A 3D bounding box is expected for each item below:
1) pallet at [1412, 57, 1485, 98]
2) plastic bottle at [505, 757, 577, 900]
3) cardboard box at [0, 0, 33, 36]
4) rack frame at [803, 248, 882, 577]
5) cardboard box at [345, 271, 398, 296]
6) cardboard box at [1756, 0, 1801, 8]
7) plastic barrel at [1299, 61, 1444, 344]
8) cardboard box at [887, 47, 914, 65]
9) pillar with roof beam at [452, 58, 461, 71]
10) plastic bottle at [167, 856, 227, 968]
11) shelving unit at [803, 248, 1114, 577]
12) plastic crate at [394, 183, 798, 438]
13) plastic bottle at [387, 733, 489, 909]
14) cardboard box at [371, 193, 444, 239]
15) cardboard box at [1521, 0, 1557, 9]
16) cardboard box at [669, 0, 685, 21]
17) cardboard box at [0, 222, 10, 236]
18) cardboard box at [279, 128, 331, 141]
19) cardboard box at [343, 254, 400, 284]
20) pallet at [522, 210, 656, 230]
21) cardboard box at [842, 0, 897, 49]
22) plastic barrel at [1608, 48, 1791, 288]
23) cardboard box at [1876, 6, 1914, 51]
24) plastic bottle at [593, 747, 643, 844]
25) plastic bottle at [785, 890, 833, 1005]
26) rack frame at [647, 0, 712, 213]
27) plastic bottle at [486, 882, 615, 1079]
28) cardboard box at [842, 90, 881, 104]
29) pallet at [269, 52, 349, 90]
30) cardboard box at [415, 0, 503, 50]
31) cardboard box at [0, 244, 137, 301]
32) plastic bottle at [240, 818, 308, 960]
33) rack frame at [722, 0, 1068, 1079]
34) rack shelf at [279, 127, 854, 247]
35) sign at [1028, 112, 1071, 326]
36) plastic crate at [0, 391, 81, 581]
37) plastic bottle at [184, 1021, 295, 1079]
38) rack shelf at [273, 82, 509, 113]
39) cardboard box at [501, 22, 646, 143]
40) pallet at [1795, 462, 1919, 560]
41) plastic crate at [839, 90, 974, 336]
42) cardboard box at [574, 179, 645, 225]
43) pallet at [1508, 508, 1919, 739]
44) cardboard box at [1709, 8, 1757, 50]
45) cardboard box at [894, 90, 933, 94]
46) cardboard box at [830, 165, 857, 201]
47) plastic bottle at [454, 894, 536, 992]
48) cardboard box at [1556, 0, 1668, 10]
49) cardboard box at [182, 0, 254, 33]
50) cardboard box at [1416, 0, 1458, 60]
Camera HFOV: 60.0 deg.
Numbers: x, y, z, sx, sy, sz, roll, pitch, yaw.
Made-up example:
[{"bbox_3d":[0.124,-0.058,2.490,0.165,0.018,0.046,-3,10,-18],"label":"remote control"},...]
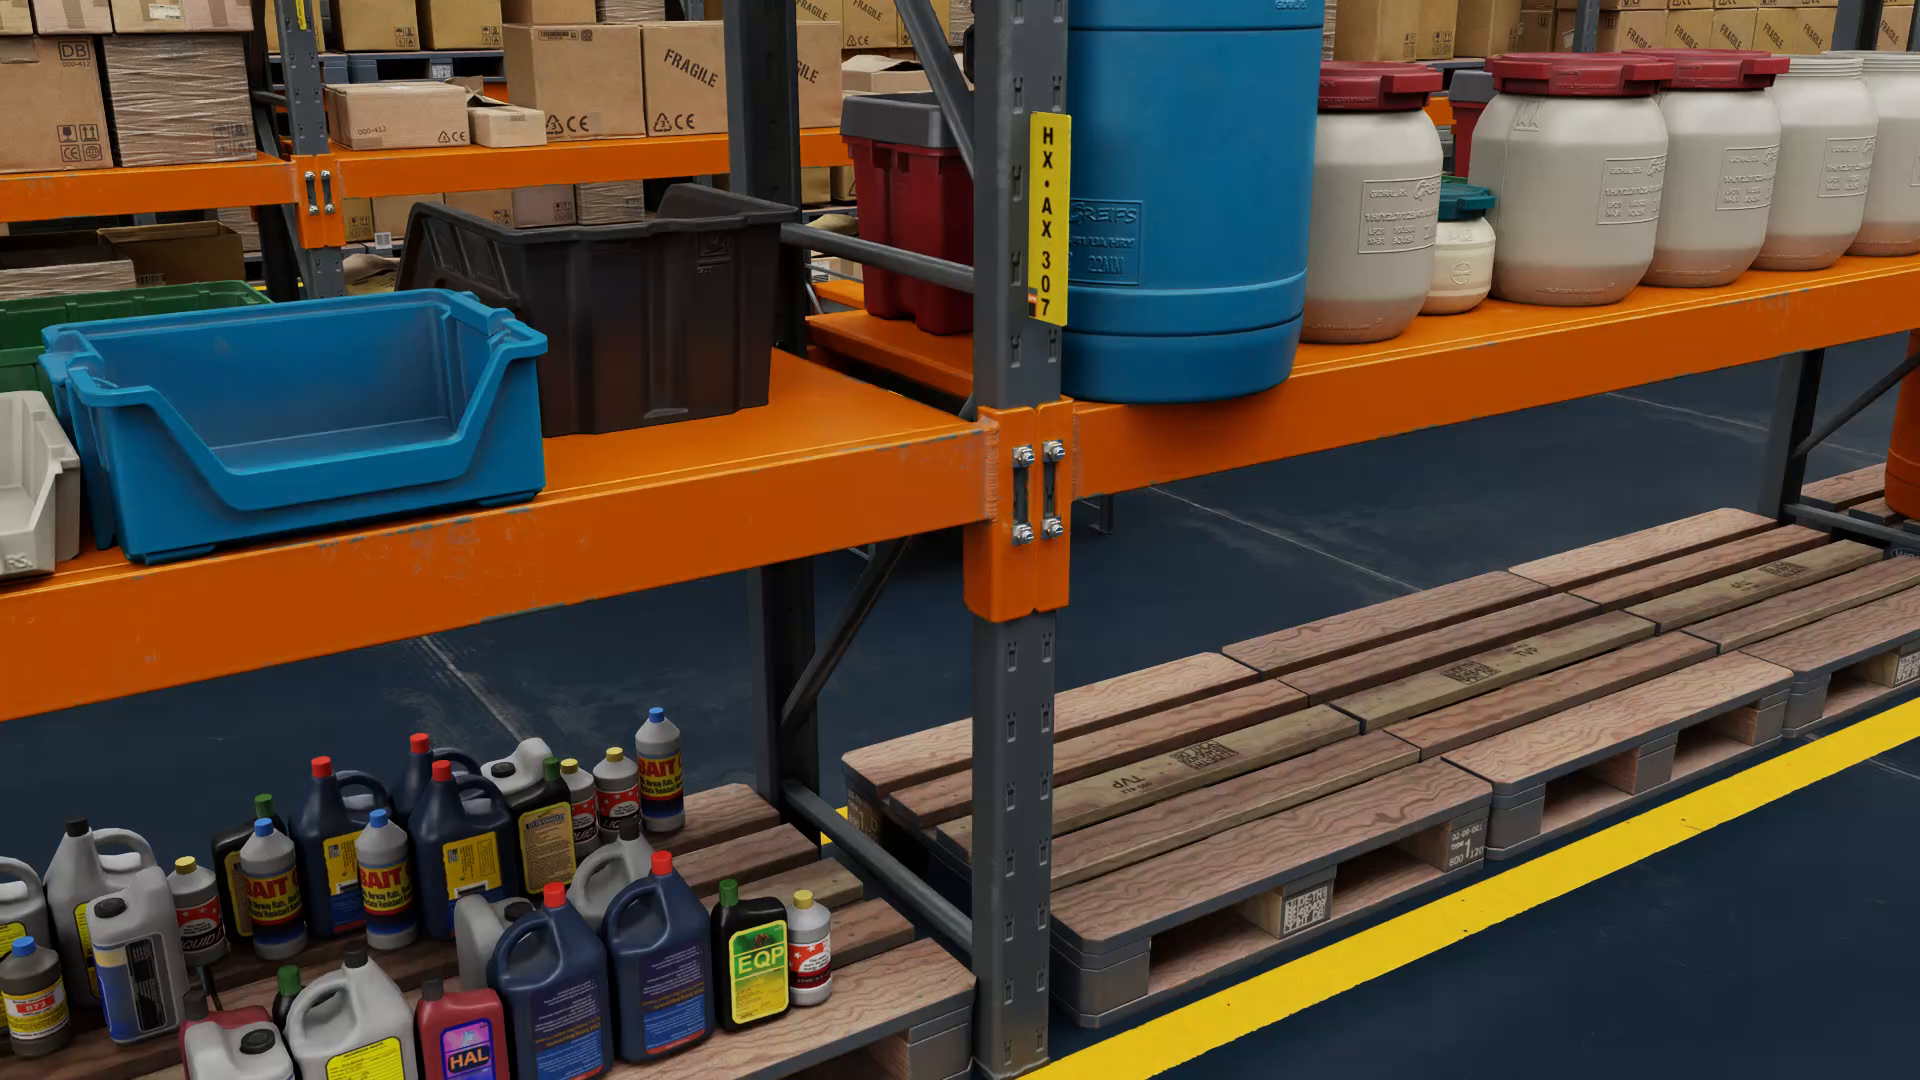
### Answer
[{"bbox_3d":[3.080,-3.056,10.902,1.213,0.211,1.003,-12,22,-31],"label":"pallet"},{"bbox_3d":[-0.856,0.586,3.383,0.133,0.283,0.061,-12,22,-31],"label":"plastic bottle"},{"bbox_3d":[-3.627,-1.963,6.198,0.250,0.149,0.380,-12,22,-32],"label":"cardboard box"},{"bbox_3d":[-0.419,-0.445,5.803,0.032,1.125,0.500,-12,22,-31],"label":"rack frame"},{"bbox_3d":[-2.392,-1.018,7.334,0.500,0.311,0.500,-12,22,-31],"label":"cardboard box"},{"bbox_3d":[5.646,-4.060,11.854,0.500,0.500,0.500,-11,22,-30],"label":"cardboard box"},{"bbox_3d":[0.766,-0.698,3.415,0.433,0.535,0.433,0,19,0],"label":"plastic barrel"},{"bbox_3d":[-0.584,-4.038,13.867,0.250,0.149,0.380,-12,22,-31],"label":"cardboard box"},{"bbox_3d":[-1.455,-5.572,8.674,0.400,9.000,9.100,-12,22,-31],"label":"pillar with roof beam"},{"bbox_3d":[-1.462,0.701,3.170,0.097,0.201,0.097,0,19,0],"label":"plastic bottle"},{"bbox_3d":[0.006,-0.534,6.068,1.048,1.125,0.538,-12,22,-31],"label":"shelving unit"},{"bbox_3d":[-0.660,-0.437,2.950,0.504,0.338,0.767,-12,22,-31],"label":"plastic crate"},{"bbox_3d":[-1.056,0.553,3.373,0.185,0.351,0.144,-11,22,-30],"label":"plastic bottle"},{"bbox_3d":[-4.144,-2.516,12.219,0.500,0.500,0.700,-12,22,-31],"label":"cardboard box"},{"bbox_3d":[4.087,-3.938,11.493,0.500,0.500,0.500,-12,22,-31],"label":"cardboard box"},{"bbox_3d":[-2.012,-4.230,13.422,0.500,0.500,0.500,-12,22,-31],"label":"cardboard box"},{"bbox_3d":[-6.447,-2.005,10.708,0.500,0.500,0.500,-14,23,-35],"label":"cardboard box"},{"bbox_3d":[-4.630,-2.766,11.789,0.500,0.250,0.500,-12,22,-33],"label":"cardboard box"},{"bbox_3d":[-2.694,-1.160,7.754,0.500,0.311,0.500,-12,22,-31],"label":"cardboard box"},{"bbox_3d":[-2.915,-2.420,13.075,1.213,0.211,1.003,-12,22,-31],"label":"pallet"},{"bbox_3d":[-0.857,-4.270,13.541,0.500,0.500,0.500,-12,22,-32],"label":"cardboard box"},{"bbox_3d":[1.741,-0.904,4.023,0.433,0.535,0.433,0,19,0],"label":"plastic barrel"},{"bbox_3d":[6.923,-3.859,12.820,0.500,0.500,0.500,-11,22,-30],"label":"cardboard box"},{"bbox_3d":[-0.745,0.550,3.617,0.097,0.201,0.097,0,19,0],"label":"plastic bottle"},{"bbox_3d":[-0.285,0.740,3.054,0.097,0.201,0.097,0,19,0],"label":"plastic bottle"},{"bbox_3d":[-2.261,-3.879,13.034,0.127,3.000,1.000,-12,22,-31],"label":"rack frame"},{"bbox_3d":[-0.693,0.747,2.802,0.185,0.351,0.144,-13,23,-34],"label":"plastic bottle"},{"bbox_3d":[-0.568,-2.196,8.448,0.250,0.149,0.380,-10,21,-27],"label":"cardboard box"},{"bbox_3d":[-4.884,-3.179,11.264,1.213,0.211,1.003,-12,22,-31],"label":"pallet"},{"bbox_3d":[-3.677,-3.824,12.028,0.500,0.500,0.700,-12,22,-31],"label":"cardboard box"},{"bbox_3d":[-3.565,-0.876,6.620,0.500,0.500,0.500,-12,22,-31],"label":"cardboard box"},{"bbox_3d":[-1.315,0.660,3.182,0.097,0.271,0.097,0,19,0],"label":"plastic bottle"},{"bbox_3d":[-0.153,-0.524,3.112,0.127,3.000,1.000,-12,22,-31],"label":"rack frame"},{"bbox_3d":[-1.204,-1.861,8.190,4.000,0.370,1.077,-12,22,-31],"label":"rack shelf"},{"bbox_3d":[0.140,-0.506,2.627,0.005,0.325,0.100,-12,22,-31],"label":"sign"},{"bbox_3d":[-1.370,-0.046,2.108,0.437,0.136,0.530,-12,22,-31],"label":"plastic crate"},{"bbox_3d":[-1.100,0.866,2.564,0.135,0.276,0.152,-11,22,-30],"label":"plastic bottle"},{"bbox_3d":[-3.931,-3.186,12.107,4.000,0.370,1.077,-12,22,-31],"label":"rack shelf"},{"bbox_3d":[-1.784,-2.121,7.679,0.500,0.500,0.500,-10,21,-28],"label":"cardboard box"},{"bbox_3d":[3.823,-0.058,6.086,1.213,0.211,1.003,-12,22,-31],"label":"pallet"},{"bbox_3d":[0.083,-0.722,3.596,0.583,0.464,0.402,-12,22,-31],"label":"plastic crate"},{"bbox_3d":[-2.834,-2.762,12.948,0.500,0.500,0.700,-12,22,-31],"label":"cardboard box"},{"bbox_3d":[2.519,0.218,5.270,1.213,0.211,1.003,-12,22,-31],"label":"pallet"},{"bbox_3d":[5.228,-3.502,11.763,0.500,0.500,0.500,-12,22,-32],"label":"cardboard box"},{"bbox_3d":[-0.133,-2.203,8.470,0.250,0.149,0.380,-12,22,-31],"label":"cardboard box"},{"bbox_3d":[-0.840,-3.306,14.042,0.750,0.750,0.750,-12,22,-32],"label":"cardboard box"},{"bbox_3d":[-0.795,0.747,2.918,0.135,0.276,0.152,-12,22,-31],"label":"plastic bottle"},{"bbox_3d":[4.355,-3.788,11.048,0.500,0.500,0.500,-11,22,-30],"label":"cardboard box"},{"bbox_3d":[-2.984,-2.099,6.602,0.250,0.149,0.380,-12,22,-31],"label":"cardboard box"},{"bbox_3d":[2.749,-3.344,10.639,0.500,0.500,0.700,-8,20,-23],"label":"cardboard box"}]
